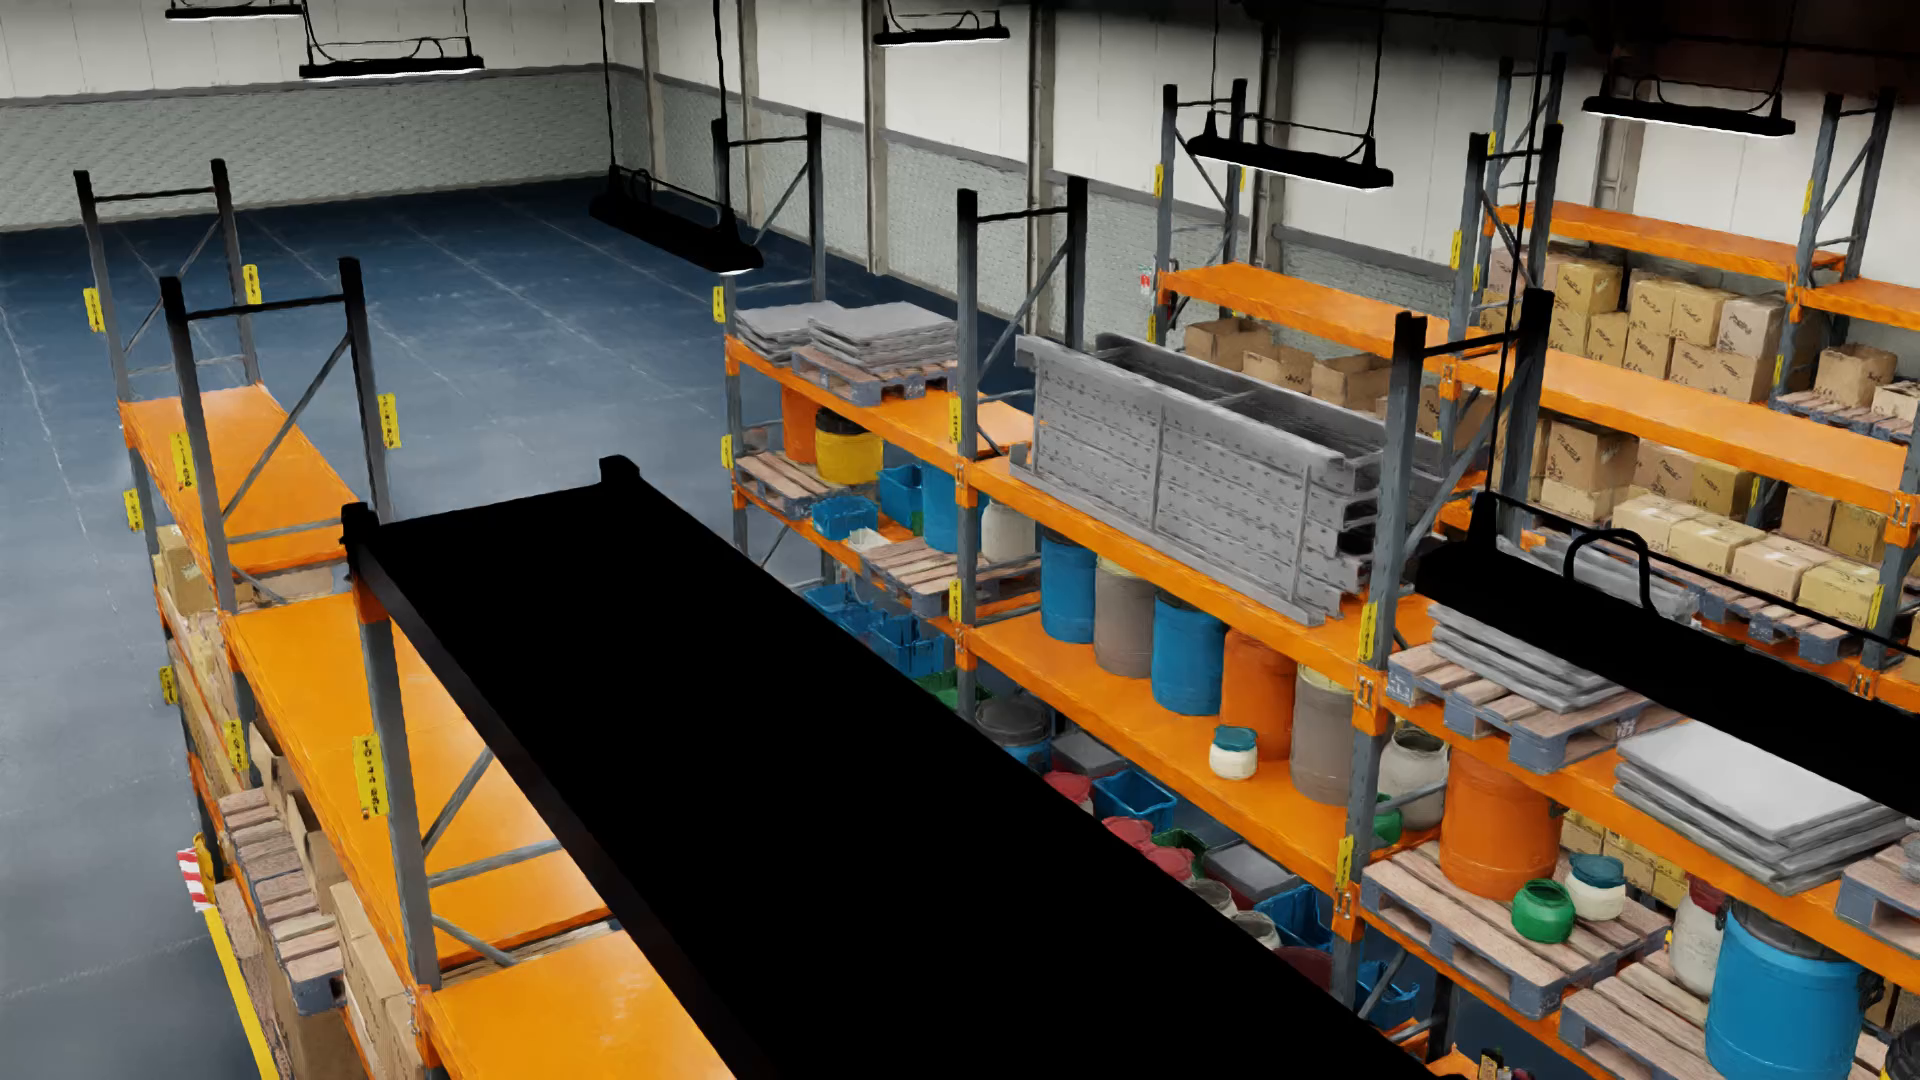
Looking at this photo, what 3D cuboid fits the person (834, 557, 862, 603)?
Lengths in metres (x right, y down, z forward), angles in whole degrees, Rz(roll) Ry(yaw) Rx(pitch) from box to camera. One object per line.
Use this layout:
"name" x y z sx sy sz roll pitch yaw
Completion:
"person" -1.303 0.362 18.327 0.528 1.586 0.627 1 22 3
